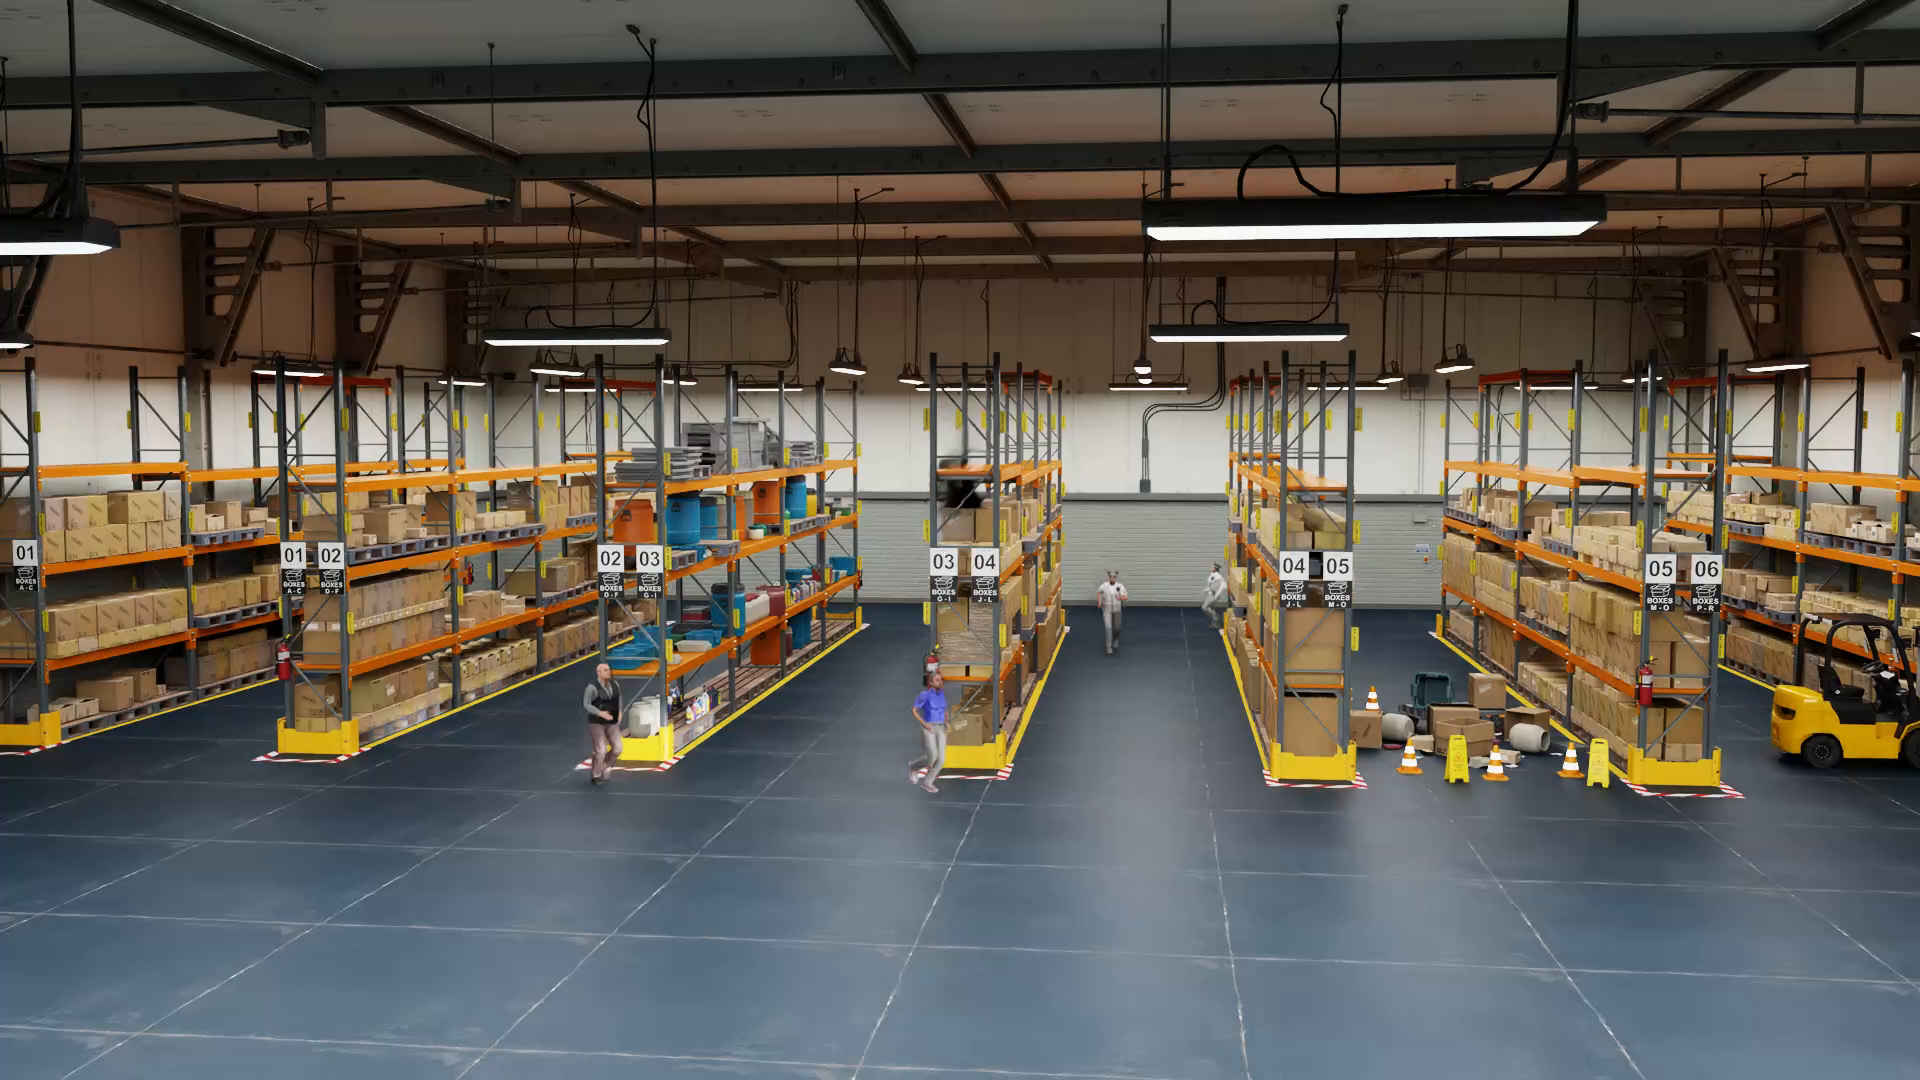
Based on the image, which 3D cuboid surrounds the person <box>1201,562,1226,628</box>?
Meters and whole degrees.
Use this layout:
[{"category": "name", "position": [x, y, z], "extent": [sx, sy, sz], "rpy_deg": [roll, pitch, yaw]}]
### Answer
[{"category": "person", "position": [6.111, 1.336, 40.230], "extent": [0.556, 1.638, 0.678], "rpy_deg": [-1, 4, -8]}]

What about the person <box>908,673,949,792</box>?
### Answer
[{"category": "person", "position": [-0.386, 2.606, 22.676], "extent": [0.603, 1.612, 0.522], "rpy_deg": [-4, 5, -41]}]

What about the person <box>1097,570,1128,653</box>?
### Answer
[{"category": "person", "position": [3.317, 1.535, 36.225], "extent": [0.662, 1.764, 0.989], "rpy_deg": [0, 4, 2]}]

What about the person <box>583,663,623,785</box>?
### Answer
[{"category": "person", "position": [-4.858, 2.540, 22.928], "extent": [0.693, 1.686, 0.581], "rpy_deg": [-4, 6, -44]}]
